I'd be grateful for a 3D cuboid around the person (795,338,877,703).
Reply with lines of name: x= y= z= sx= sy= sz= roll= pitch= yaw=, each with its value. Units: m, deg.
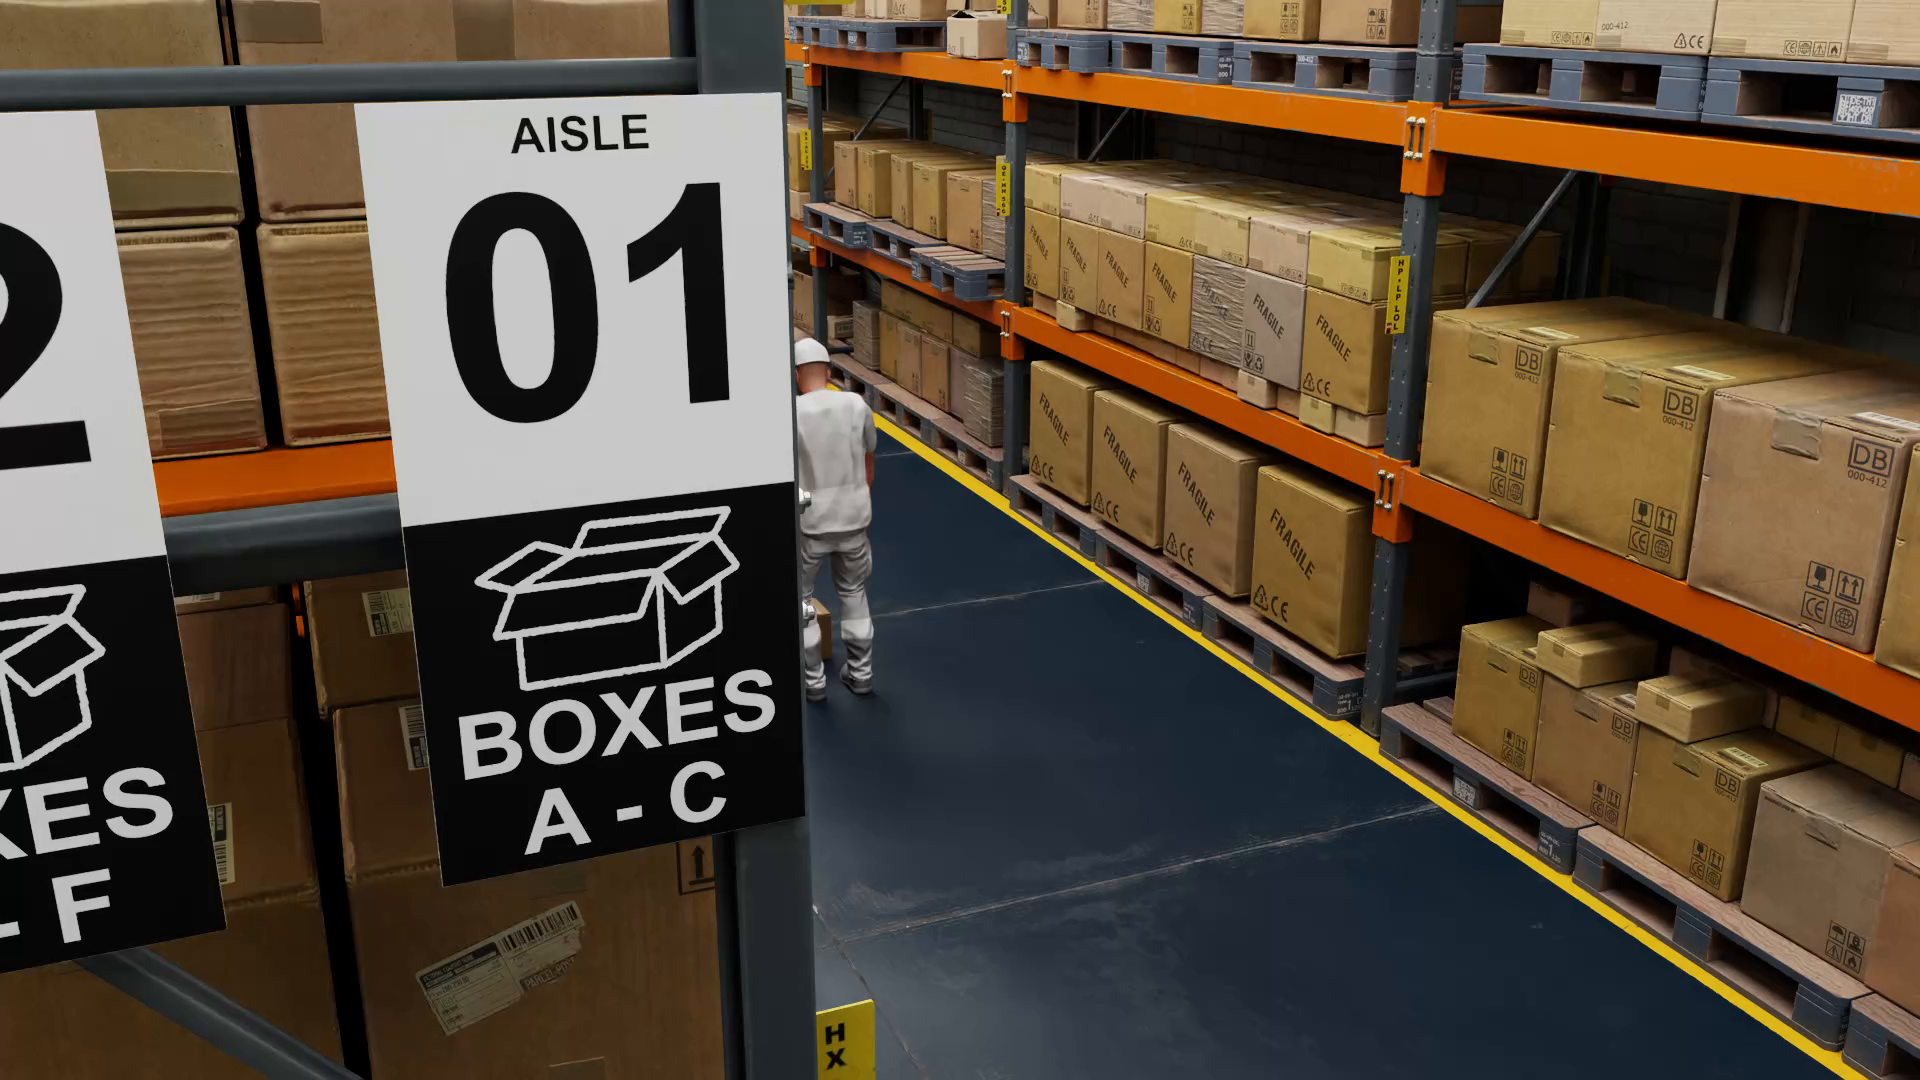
person: x=-0.668 y=-0.088 z=7.891 sx=0.547 sy=1.724 sz=0.477 roll=-7 pitch=20 yaw=-21
